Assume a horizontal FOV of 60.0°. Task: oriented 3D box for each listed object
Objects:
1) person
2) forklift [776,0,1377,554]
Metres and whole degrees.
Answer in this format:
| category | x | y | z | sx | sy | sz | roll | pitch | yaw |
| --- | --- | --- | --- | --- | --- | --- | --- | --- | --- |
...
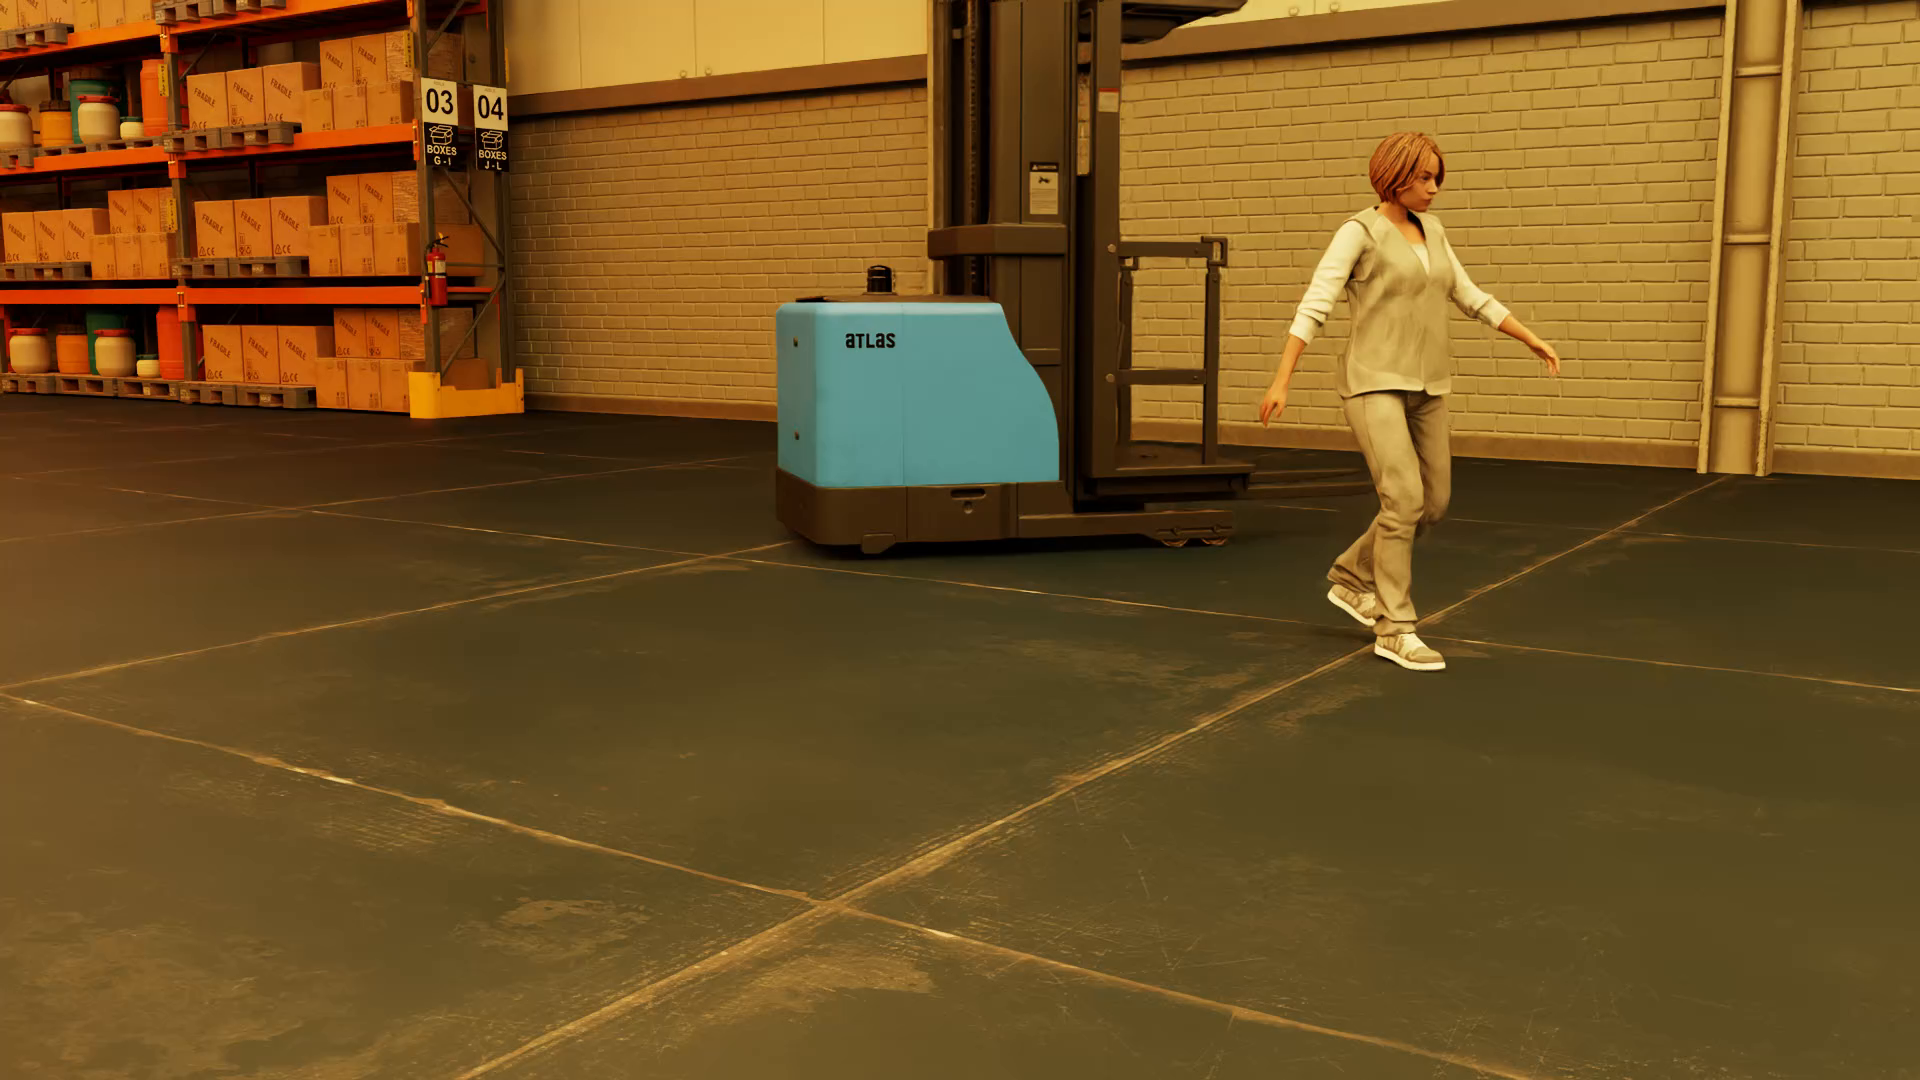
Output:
| category | x | y | z | sx | sy | sz | roll | pitch | yaw |
| --- | --- | --- | --- | --- | --- | --- | --- | --- | --- |
| person | 1.309 | -0.365 | 5.037 | 0.757 | 1.460 | 0.658 | -5 | 10 | -32 |
| forklift | 0.712 | -1.485 | 7.638 | 3.031 | 2.935 | 1.130 | -2 | 8 | -17 |
